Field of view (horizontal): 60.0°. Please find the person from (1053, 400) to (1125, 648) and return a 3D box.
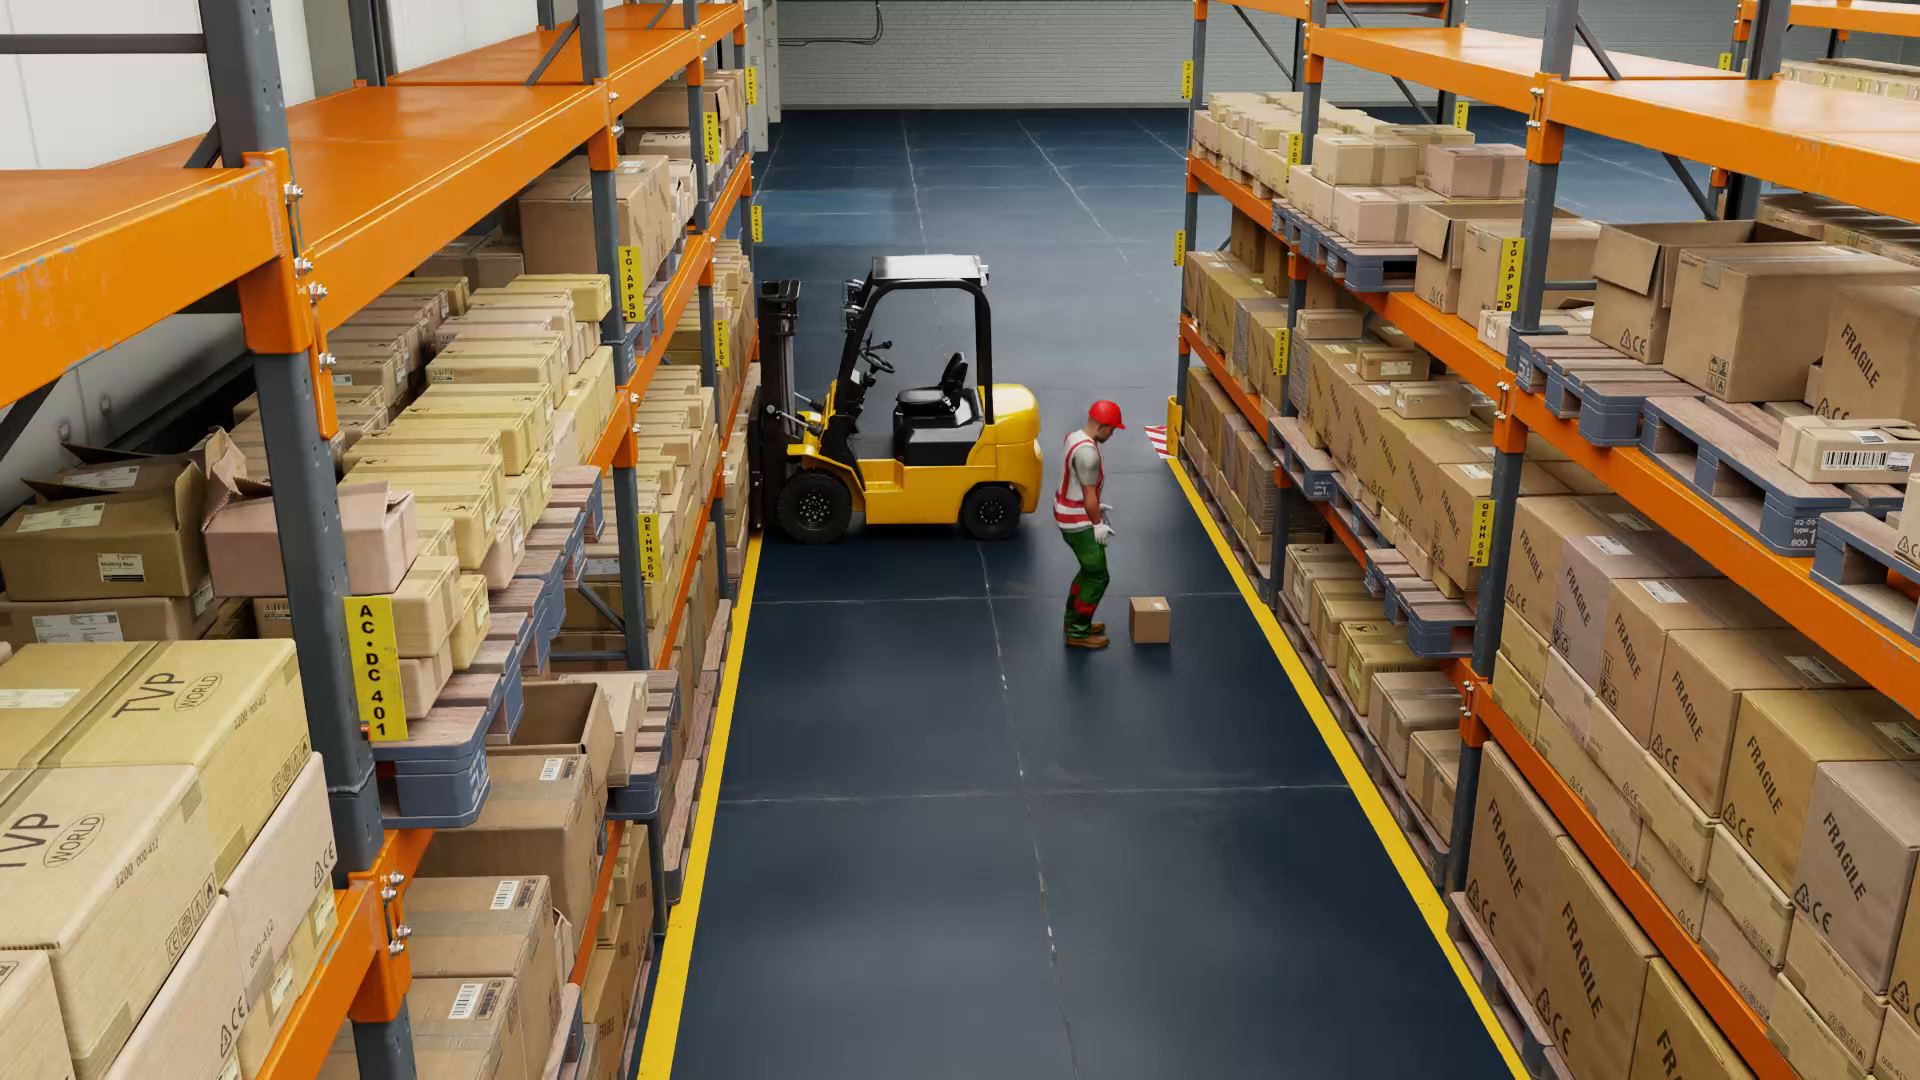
[{"bbox_3d":[0.884,-0.129,11.489,0.477,1.725,0.547,-1,20,-2],"label":"person"}]
